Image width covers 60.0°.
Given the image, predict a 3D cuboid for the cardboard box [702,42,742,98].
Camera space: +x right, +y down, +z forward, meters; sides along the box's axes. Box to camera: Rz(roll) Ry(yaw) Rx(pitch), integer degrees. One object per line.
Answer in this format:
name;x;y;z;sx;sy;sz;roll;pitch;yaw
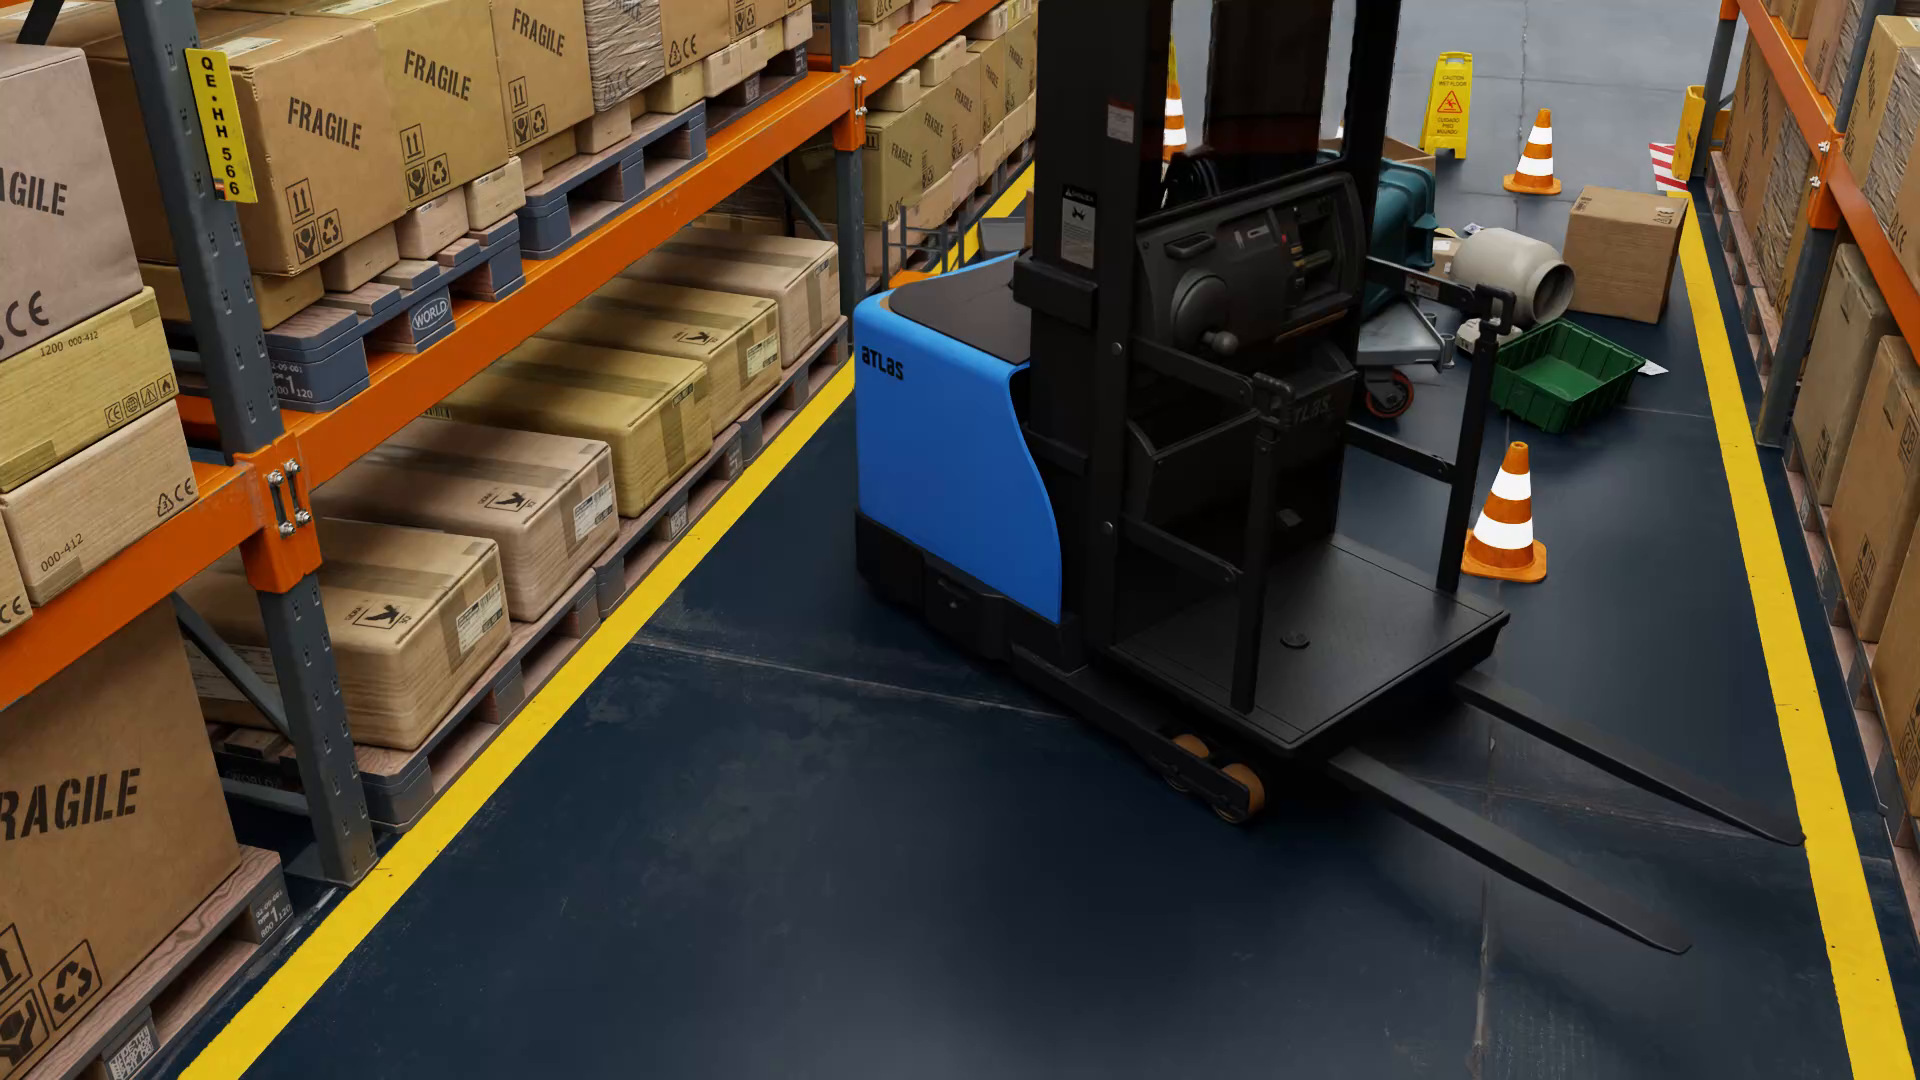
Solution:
cardboard box;-1.033;-1.746;6.129;0.380;0.149;0.250;9;30;15

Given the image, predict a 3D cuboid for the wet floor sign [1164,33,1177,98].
wet floor sign;1.314;-3.080;11.123;0.267;0.644;0.232;20;35;32

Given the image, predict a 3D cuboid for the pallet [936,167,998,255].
pallet;-0.419;-1.982;9.595;1.003;0.211;1.213;8;30;15

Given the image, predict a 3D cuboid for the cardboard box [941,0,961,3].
cardboard box;-0.155;-2.898;8.633;0.380;0.149;0.250;9;30;15

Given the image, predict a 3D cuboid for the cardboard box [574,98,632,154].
cardboard box;-1.319;-1.398;5.503;0.380;0.149;0.250;9;30;16

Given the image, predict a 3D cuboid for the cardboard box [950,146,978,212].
cardboard box;-0.208;-2.028;9.207;0.500;0.250;0.500;8;30;14

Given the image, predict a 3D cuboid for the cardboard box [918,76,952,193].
cardboard box;-0.361;-2.110;8.582;0.500;0.500;0.500;10;31;17

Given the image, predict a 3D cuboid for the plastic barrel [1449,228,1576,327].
plastic barrel;2.690;-1.275;8.107;0.421;0.421;0.512;-17;34;-28

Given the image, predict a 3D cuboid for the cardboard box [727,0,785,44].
cardboard box;-0.999;-2.193;6.267;0.500;0.500;0.500;9;30;15

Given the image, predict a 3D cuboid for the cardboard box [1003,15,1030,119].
cardboard box;0.100;-2.830;9.877;0.500;0.500;0.500;10;31;17

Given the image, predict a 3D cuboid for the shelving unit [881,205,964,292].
shelving unit;-0.128;-0.608;6.109;0.258;1.200;0.189;9;30;16

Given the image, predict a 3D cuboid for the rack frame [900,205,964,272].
rack frame;-0.099;-0.650;6.185;0.240;1.200;0.006;9;30;16

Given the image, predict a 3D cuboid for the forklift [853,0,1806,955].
forklift;0.983;-0.748;4.580;1.130;2.935;3.031;-23;37;-35

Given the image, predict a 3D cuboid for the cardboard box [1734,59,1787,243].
cardboard box;4.605;-2.035;8.576;0.875;0.875;0.875;8;30;14

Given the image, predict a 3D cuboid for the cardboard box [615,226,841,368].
cardboard box;-1.090;-1.105;7.422;0.950;0.372;0.625;9;30;16

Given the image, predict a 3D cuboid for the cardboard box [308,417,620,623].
cardboard box;-1.728;-0.096;5.608;0.950;0.372;0.625;8;30;14

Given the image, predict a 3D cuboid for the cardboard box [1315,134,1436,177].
cardboard box;2.140;-1.905;9.156;0.797;0.503;0.637;-12;31;-20

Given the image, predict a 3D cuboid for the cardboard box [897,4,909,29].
cardboard box;-0.466;-2.558;8.021;0.380;0.149;0.250;8;30;15

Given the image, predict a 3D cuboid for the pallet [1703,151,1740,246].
pallet;4.837;-1.912;9.471;1.003;0.211;1.213;8;30;15

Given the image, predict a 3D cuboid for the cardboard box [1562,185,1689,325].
cardboard box;3.298;-1.431;8.306;0.500;0.500;0.500;14;32;23

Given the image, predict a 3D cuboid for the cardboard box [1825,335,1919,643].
cardboard box;3.440;-0.106;5.238;1.050;0.750;0.750;8;30;15

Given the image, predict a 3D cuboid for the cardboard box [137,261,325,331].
cardboard box;-1.839;-0.654;4.166;0.380;0.149;0.250;7;30;12

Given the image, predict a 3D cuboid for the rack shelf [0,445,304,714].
rack shelf;-2.700;0.788;2.487;1.077;0.370;4.000;8;30;15

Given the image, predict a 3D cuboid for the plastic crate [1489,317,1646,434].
plastic crate;2.622;-0.719;7.290;0.662;0.188;0.450;-24;47;-37

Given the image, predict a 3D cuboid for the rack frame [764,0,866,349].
rack frame;-0.938;-2.314;7.325;1.000;3.000;0.127;8;30;15

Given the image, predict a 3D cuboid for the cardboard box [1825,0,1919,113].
cardboard box;3.920;-1.894;6.414;0.875;0.550;0.550;8;30;15

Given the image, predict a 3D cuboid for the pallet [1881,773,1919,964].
pallet;2.953;1.067;4.115;1.003;0.211;1.213;8;30;15

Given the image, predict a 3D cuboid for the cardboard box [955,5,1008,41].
cardboard box;0.050;-2.938;9.403;0.380;0.149;0.250;10;31;17

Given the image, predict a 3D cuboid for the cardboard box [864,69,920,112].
cardboard box;-0.413;-2.193;8.064;0.380;0.149;0.250;9;30;16

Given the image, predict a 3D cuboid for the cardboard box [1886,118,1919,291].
cardboard box;3.115;-1.026;4.906;0.500;0.500;0.500;8;30;15

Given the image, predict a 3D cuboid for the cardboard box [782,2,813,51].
cardboard box;-0.826;-2.109;6.783;0.380;0.149;0.250;9;30;16

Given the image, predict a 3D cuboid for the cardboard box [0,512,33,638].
cardboard box;-2.148;0.122;3.100;0.500;0.250;0.500;9;30;16

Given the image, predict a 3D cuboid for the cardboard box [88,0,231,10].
cardboard box;-2.104;-1.305;4.670;0.500;0.500;0.500;8;30;14

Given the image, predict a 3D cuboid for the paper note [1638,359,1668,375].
paper note;3.155;-0.799;7.655;0.147;0.020;0.142;-12;31;-20

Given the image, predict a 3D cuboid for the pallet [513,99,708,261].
pallet;-1.571;-1.297;5.694;1.003;0.211;1.213;8;30;15

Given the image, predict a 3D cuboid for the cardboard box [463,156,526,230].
cardboard box;-1.499;-1.026;4.835;0.380;0.149;0.250;9;30;15

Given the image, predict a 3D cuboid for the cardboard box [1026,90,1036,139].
cardboard box;0.249;-2.730;10.468;0.500;0.250;0.500;8;30;15

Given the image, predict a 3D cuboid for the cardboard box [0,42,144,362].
cardboard box;-2.014;-0.658;3.217;0.500;0.500;0.500;8;30;14

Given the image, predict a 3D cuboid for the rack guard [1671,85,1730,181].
rack guard;5.004;-2.433;10.109;1.175;0.500;0.348;8;30;15

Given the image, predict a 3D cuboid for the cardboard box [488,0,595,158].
cardboard box;-1.463;-1.480;4.983;0.500;0.500;0.500;9;30;16

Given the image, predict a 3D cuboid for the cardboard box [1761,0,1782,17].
cardboard box;4.507;-2.899;8.222;0.875;0.550;0.550;8;30;15

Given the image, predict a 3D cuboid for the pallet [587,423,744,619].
pallet;-1.522;-0.165;6.329;1.003;0.211;1.213;8;30;15

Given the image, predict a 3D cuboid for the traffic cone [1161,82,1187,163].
traffic cone;1.343;-2.681;10.593;0.336;0.463;0.334;8;30;15

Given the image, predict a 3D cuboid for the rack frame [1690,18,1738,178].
rack frame;4.997;-3.514;9.481;1.000;3.000;0.127;8;30;15
